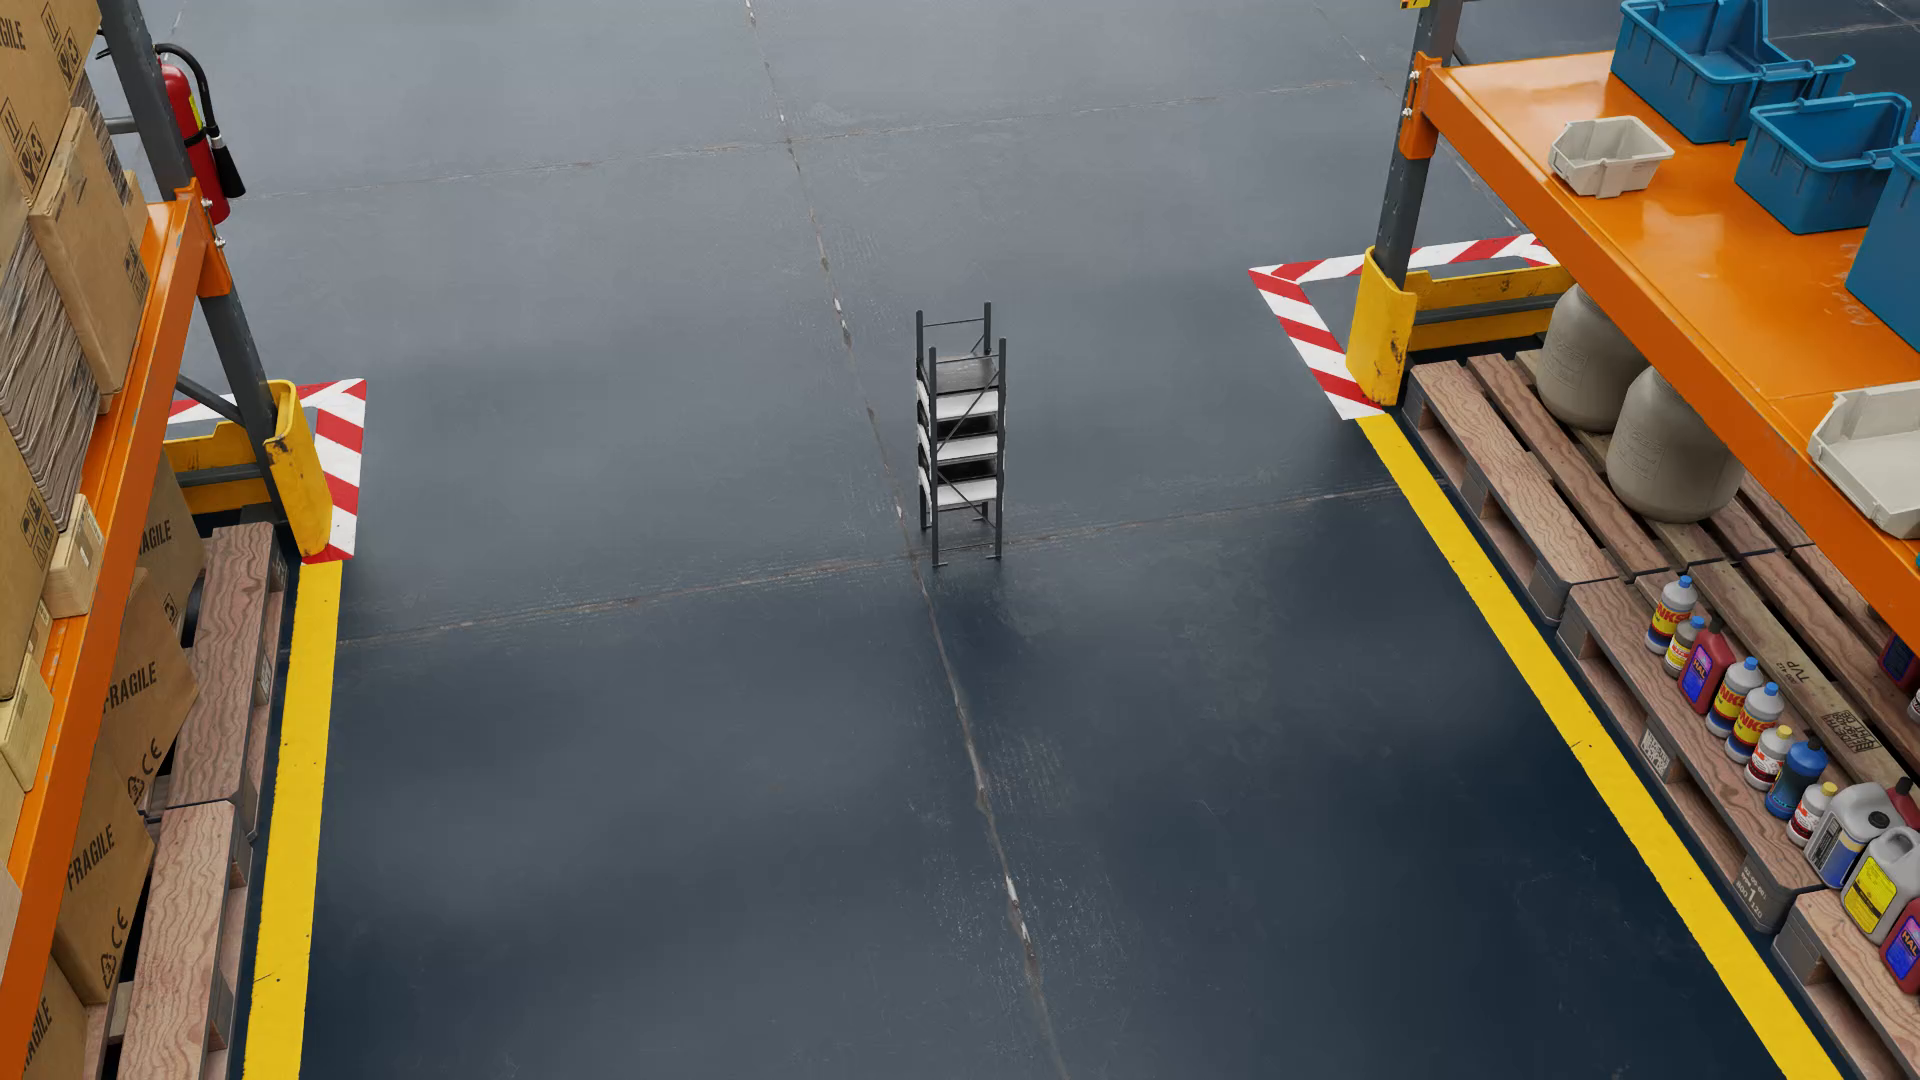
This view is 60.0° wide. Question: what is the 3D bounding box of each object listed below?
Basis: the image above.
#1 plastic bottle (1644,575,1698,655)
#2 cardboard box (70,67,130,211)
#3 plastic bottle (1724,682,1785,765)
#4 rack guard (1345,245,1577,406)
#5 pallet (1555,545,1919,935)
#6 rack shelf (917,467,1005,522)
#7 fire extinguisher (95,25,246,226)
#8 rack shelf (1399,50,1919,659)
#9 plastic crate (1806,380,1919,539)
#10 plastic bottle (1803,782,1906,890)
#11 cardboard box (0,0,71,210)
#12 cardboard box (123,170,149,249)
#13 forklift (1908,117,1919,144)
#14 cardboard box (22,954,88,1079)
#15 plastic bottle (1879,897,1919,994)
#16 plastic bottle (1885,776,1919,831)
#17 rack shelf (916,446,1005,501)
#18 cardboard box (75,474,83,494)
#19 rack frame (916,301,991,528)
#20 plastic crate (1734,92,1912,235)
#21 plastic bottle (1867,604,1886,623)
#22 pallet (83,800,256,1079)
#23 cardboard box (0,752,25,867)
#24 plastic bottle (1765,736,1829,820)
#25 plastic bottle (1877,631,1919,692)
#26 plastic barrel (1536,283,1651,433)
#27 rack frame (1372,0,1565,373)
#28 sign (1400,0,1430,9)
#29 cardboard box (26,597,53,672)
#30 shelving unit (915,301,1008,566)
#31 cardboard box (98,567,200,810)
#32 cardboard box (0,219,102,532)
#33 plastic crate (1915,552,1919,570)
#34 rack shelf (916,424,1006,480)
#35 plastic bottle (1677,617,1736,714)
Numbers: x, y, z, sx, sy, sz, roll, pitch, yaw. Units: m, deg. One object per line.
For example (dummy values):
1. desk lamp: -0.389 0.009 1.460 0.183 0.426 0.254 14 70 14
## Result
1. plastic bottle: 2.133 0.215 4.972 0.097 0.271 0.097 0 42 0
2. cardboard box: -2.698 -0.939 4.249 0.875 0.500 0.500 -8 42 -9
3. plastic bottle: 2.228 0.502 4.649 0.097 0.271 0.097 0 42 0
4. rack guard: 2.108 -0.883 6.368 1.175 0.500 0.348 -8 42 -9
5. pallet: 2.538 0.541 4.981 1.003 0.211 1.213 -8 42 -9
6. rack shelf: 0.002 -0.172 5.587 0.258 0.077 0.200 -8 42 -9
7. fire extinguisher: -2.365 -1.262 4.971 0.296 0.674 0.183 -8 42 -9
8. rack shelf: 2.478 -0.295 4.365 1.077 0.370 4.000 -8 42 -9
9. plastic crate: 2.311 -0.185 3.898 0.530 0.136 0.437 -8 42 -9
10. plastic bottle: 2.346 0.771 4.343 0.152 0.276 0.135 -8 42 -8
11. cardboard box: -2.317 -1.029 3.597 0.500 0.500 0.500 -8 42 -9
12. cardboard box: -2.527 -0.902 4.696 0.380 0.149 0.250 -8 42 -9
13. forklift: 4.782 -1.498 5.230 1.130 2.935 3.031 -12 43 -13
14. cardboard box: -2.316 1.193 3.713 0.500 0.500 0.500 -12 43 -13
15. plastic bottle: 2.372 0.983 4.097 0.061 0.283 0.133 -6 42 -6
16. plastic bottle: 2.450 0.752 4.358 0.061 0.283 0.133 -8 42 -9
17. rack shelf: 0.002 -0.239 5.527 0.258 0.077 0.200 -8 42 -9
18. cardboard box: -2.241 -0.094 3.785 0.380 0.149 0.250 -8 42 -9
19. rack frame: -0.020 -0.397 5.520 0.240 0.900 0.006 -8 42 -9
20. plastic crate: 2.581 -1.102 4.843 0.499 0.251 0.408 -8 42 -9
21. plastic bottle: 2.870 0.149 5.099 0.097 0.201 0.097 0 42 0
22. pallet: -2.373 1.262 4.169 1.003 0.211 1.213 -8 42 -9
23. cardboard box: -1.974 0.547 3.064 0.380 0.149 0.250 -8 42 -9
24. plastic bottle: 2.272 0.634 4.501 0.097 0.271 0.097 0 42 0
25. plastic bottle: 2.794 0.301 4.866 0.061 0.283 0.133 -8 42 -9
26. plastic barrel: 2.263 -0.672 5.805 0.421 0.512 0.421 0 42 0
27. rack frame: 2.046 -1.861 5.586 1.000 3.000 0.127 -8 42 -9
28. sign: 1.508 -1.888 5.409 0.100 0.325 0.005 -8 42 -9
29. cardboard box: -2.115 0.228 3.423 0.380 0.149 0.250 -8 42 -9
30. shelving unit: 0.002 -0.331 5.445 0.258 0.900 0.210 -8 42 -9
31. cardboard box: -2.509 0.417 4.588 0.500 0.500 0.500 2 42 2
32. cardboard box: -2.408 -0.302 3.531 0.875 0.500 0.500 -8 42 -9
33. plastic crate: 2.405 0.109 3.479 0.499 0.251 0.616 -8 42 -9
34. rack shelf: 0.002 -0.306 5.467 0.258 0.077 0.200 -8 42 -9
35. plastic bottle: 2.164 0.360 4.800 0.061 0.283 0.133 -8 42 -9
